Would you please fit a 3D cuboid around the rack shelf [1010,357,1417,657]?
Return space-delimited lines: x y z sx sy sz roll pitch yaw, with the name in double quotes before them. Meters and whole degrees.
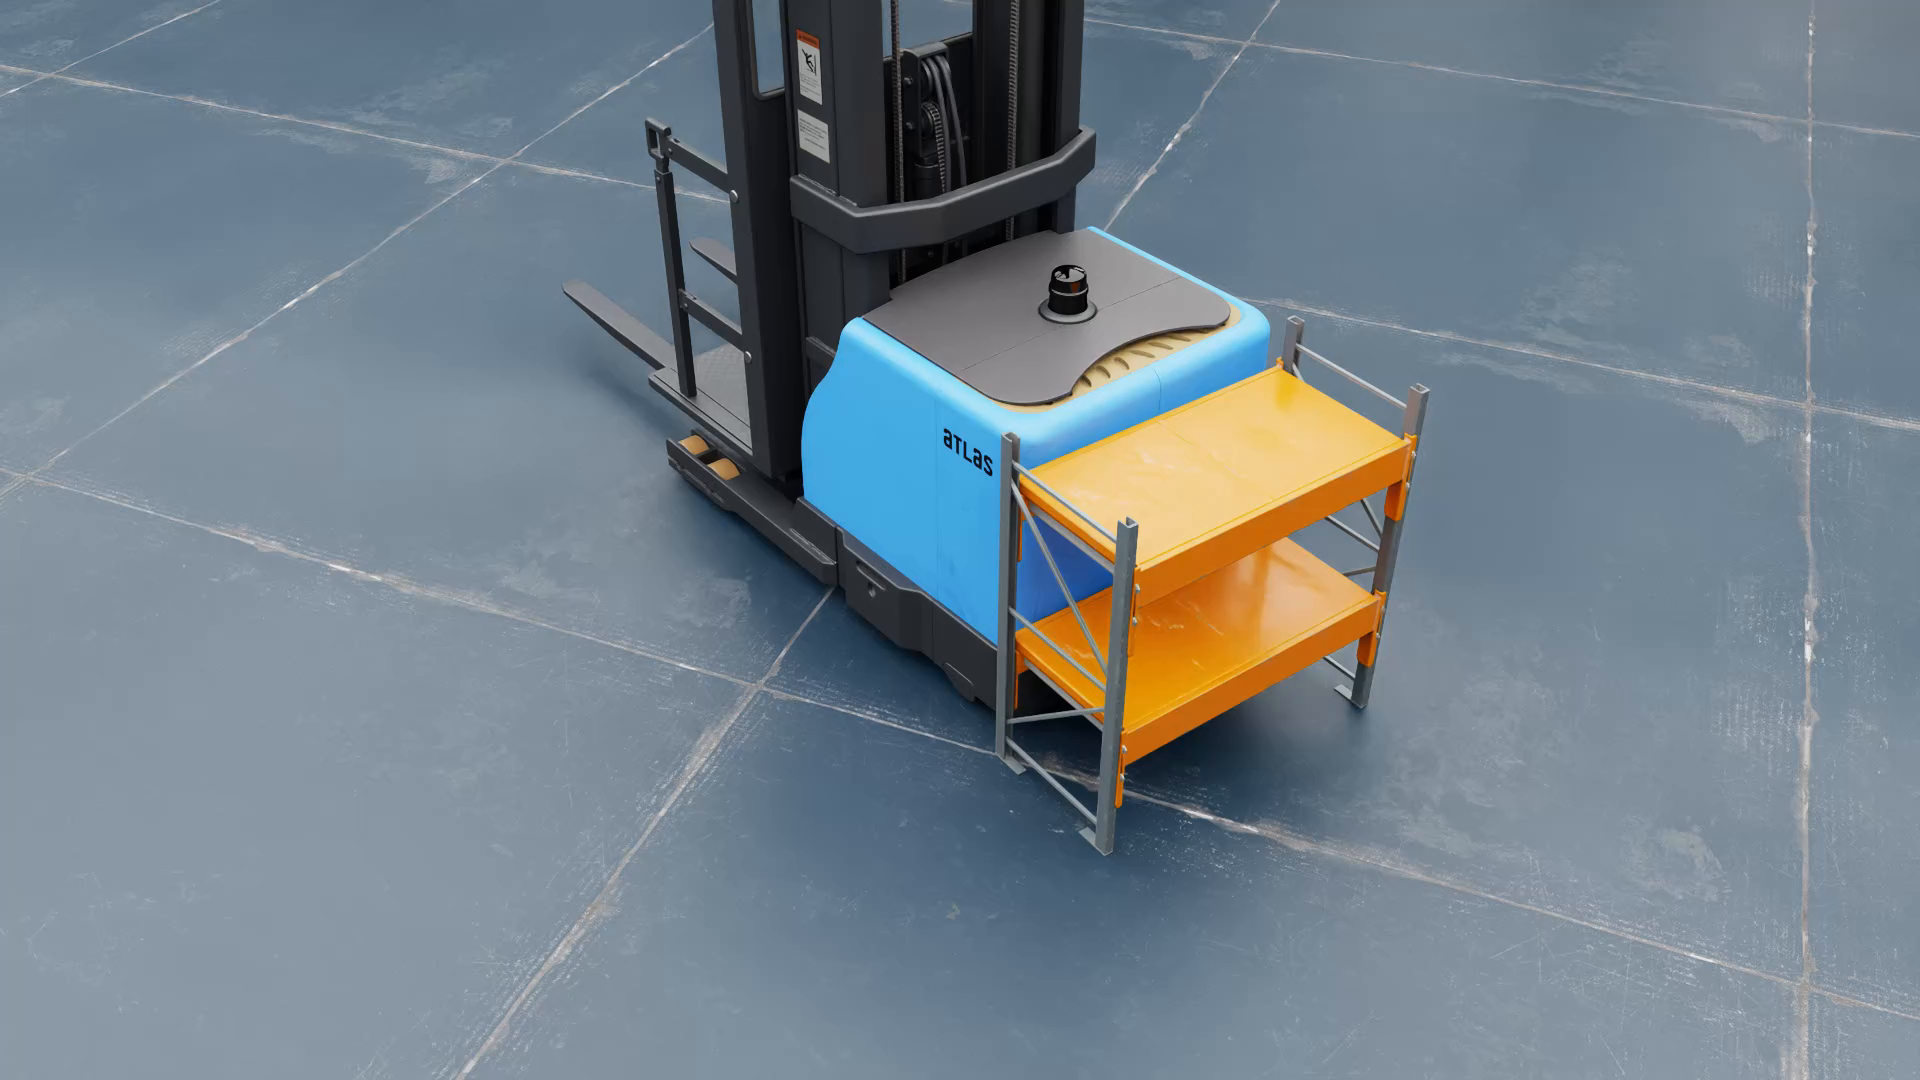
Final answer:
"rack shelf" 0.674 -0.117 4.478 1.000 0.278 0.538 -24 43 -28

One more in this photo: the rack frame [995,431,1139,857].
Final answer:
"rack frame" 0.263 0.297 4.414 0.032 1.125 0.500 -24 43 -28

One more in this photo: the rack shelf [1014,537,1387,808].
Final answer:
"rack shelf" 0.674 0.313 4.800 1.000 0.278 0.538 -24 43 -28

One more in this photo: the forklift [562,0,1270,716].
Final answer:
"forklift" -0.402 -1.465 5.262 1.130 2.935 3.031 -26 44 -31

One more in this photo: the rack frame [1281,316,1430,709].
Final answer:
"rack frame" 1.085 -0.062 4.893 0.032 1.125 0.500 -24 43 -28

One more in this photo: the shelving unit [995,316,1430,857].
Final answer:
"shelving unit" 0.674 0.117 4.653 1.048 1.125 0.538 -24 43 -28
